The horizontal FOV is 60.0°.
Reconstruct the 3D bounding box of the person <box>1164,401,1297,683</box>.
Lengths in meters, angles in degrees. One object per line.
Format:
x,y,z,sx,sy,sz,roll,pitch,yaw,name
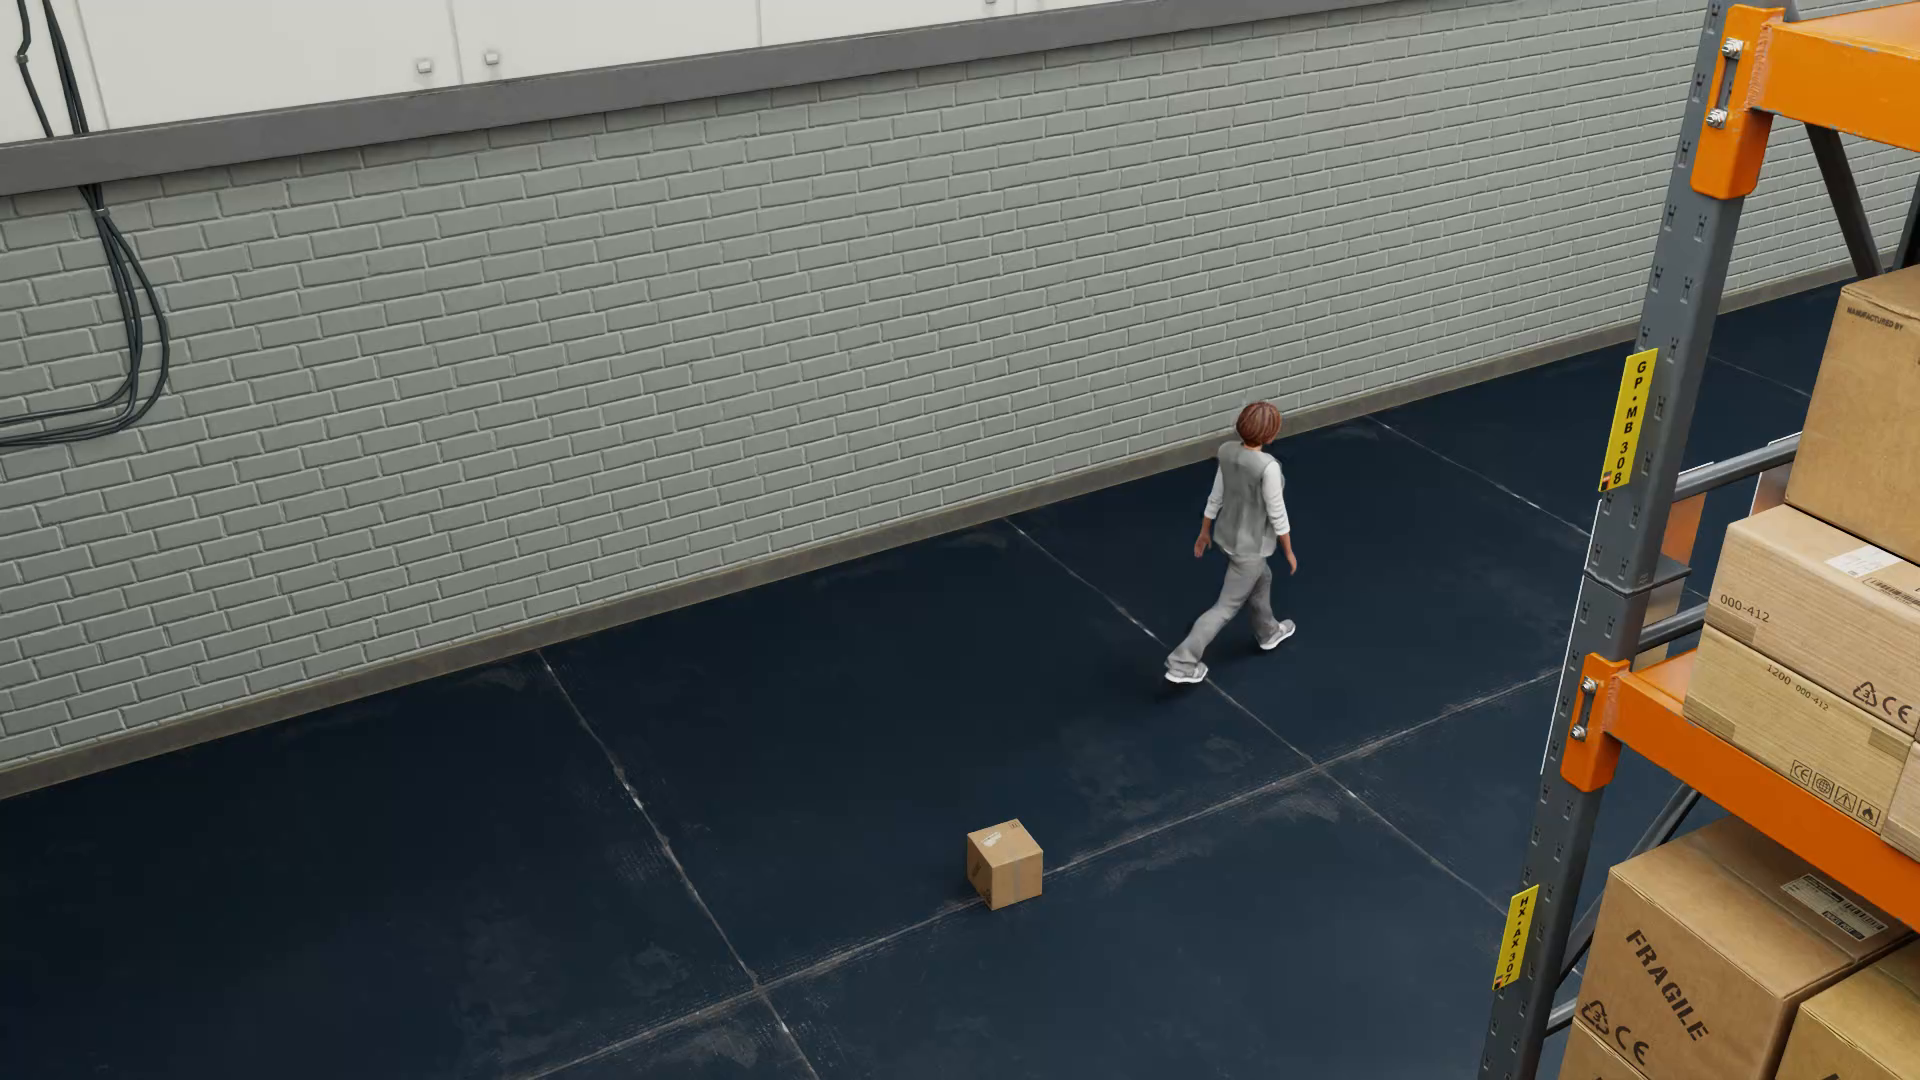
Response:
1.481,0.014,8.549,0.974,1.528,0.458,-15,33,-25,person
